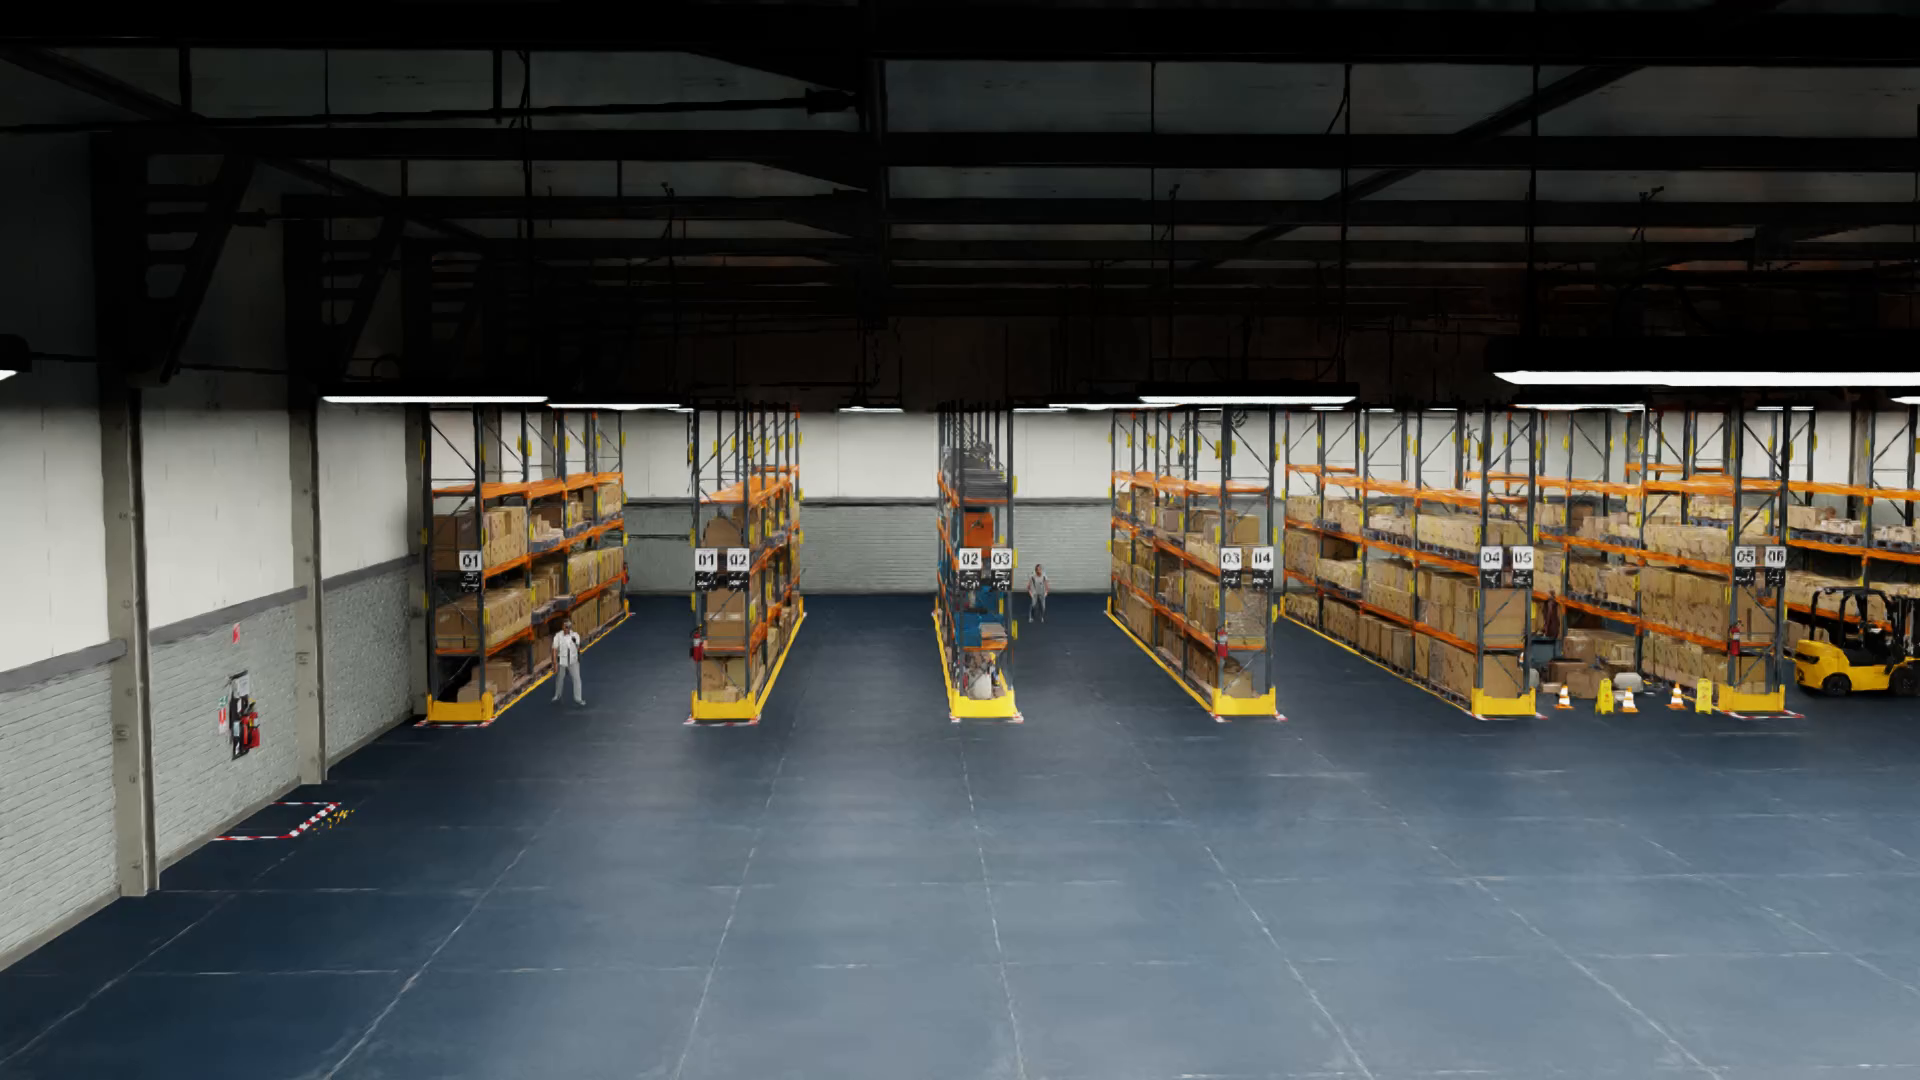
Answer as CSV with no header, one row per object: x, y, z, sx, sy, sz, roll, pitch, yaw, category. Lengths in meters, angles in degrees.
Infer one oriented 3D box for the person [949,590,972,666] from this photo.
0.010,1.927,36.364,0.476,1.644,0.535,-1,4,-9,person

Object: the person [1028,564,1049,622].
2.147,1.448,45.761,0.580,1.617,0.503,0,4,-4,person

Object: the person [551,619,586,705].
-7.736,2.387,32.737,0.586,1.711,0.972,-2,5,-25,person

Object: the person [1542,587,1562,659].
13.409,1.942,37.873,0.638,1.773,0.667,2,5,24,person
